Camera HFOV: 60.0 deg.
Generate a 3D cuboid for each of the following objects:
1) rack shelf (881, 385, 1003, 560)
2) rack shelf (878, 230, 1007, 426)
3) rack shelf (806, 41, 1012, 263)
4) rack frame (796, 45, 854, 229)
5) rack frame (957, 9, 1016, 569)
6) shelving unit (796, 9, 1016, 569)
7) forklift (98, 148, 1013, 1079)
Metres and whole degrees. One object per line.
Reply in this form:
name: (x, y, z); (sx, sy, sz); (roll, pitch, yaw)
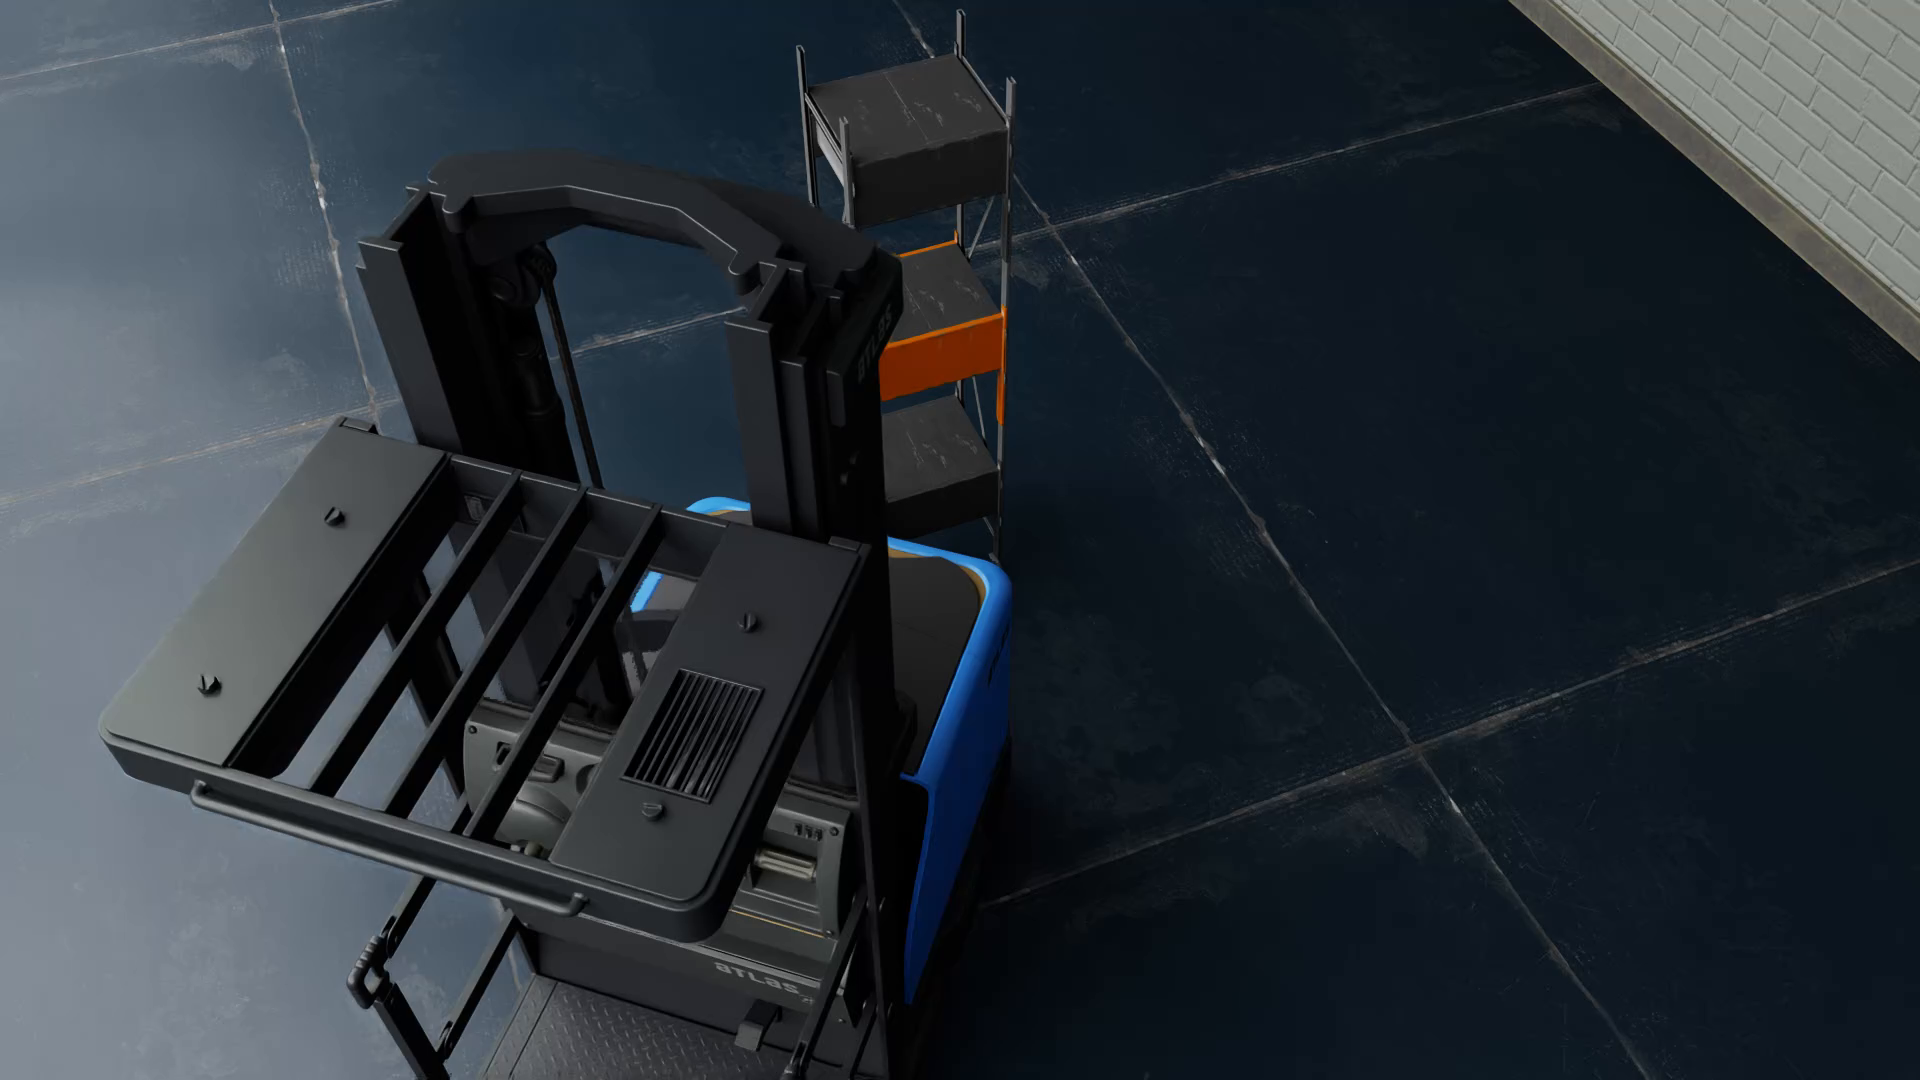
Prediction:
rack shelf: (-0.153, -0.172, 5.954); (0.480, 0.518, 0.431); (-17, 52, -14)
rack shelf: (-0.153, -0.628, 5.423); (0.480, 0.518, 0.431); (-17, 52, -14)
rack shelf: (-0.153, -1.084, 4.892); (0.480, 0.518, 0.431); (-17, 52, -14)
rack frame: (-0.379, -0.567, 5.353); (0.015, 2.100, 0.400); (-17, 52, -14)
rack frame: (0.073, -0.707, 5.473); (0.015, 2.100, 0.400); (-17, 52, -14)
shelving unit: (-0.153, -0.637, 5.413); (0.503, 2.100, 0.431); (-17, 52, -14)
forklift: (-0.764, 0.776, 3.652); (1.130, 2.935, 3.031); (14, 51, 11)
